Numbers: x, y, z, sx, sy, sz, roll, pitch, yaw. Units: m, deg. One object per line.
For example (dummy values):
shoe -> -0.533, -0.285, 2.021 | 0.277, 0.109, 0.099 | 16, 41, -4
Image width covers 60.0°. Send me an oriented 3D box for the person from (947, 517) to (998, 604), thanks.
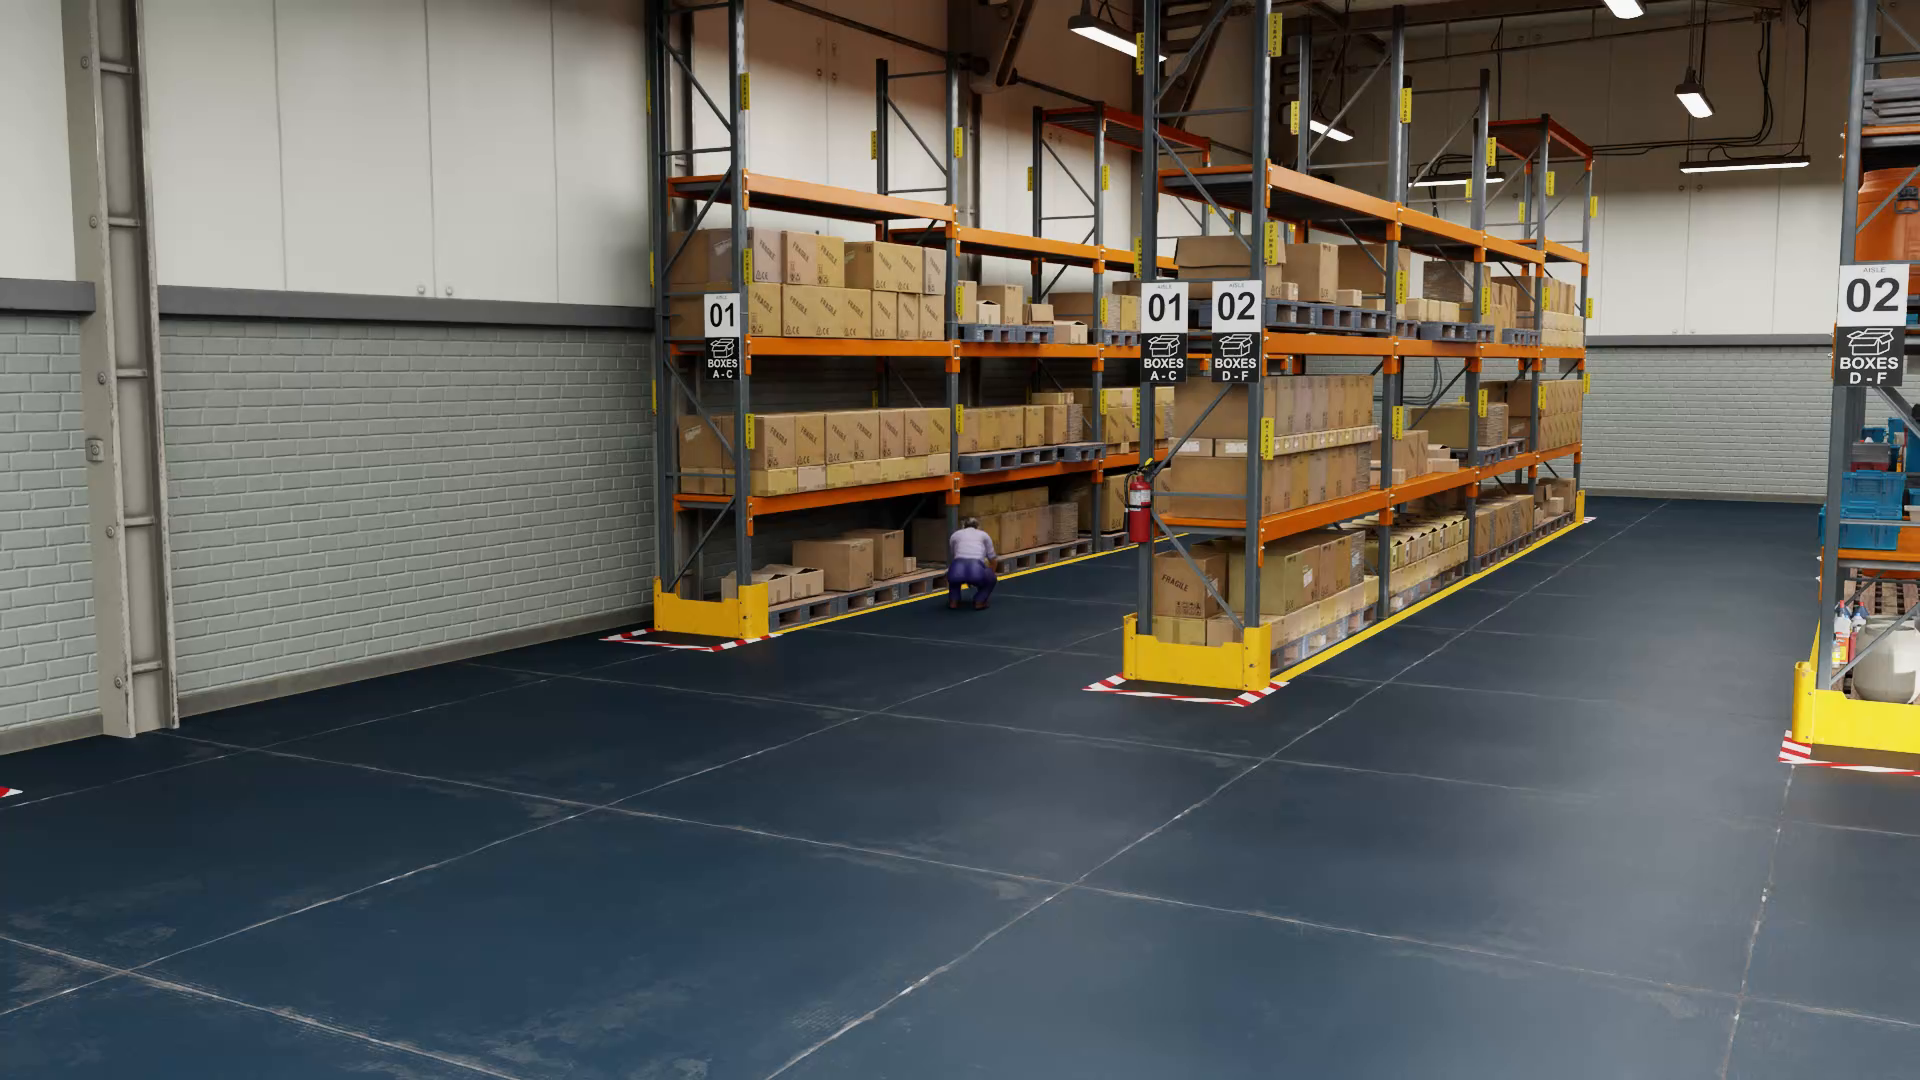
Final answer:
person -> 0.117, 0.226, 17.598 | 0.525, 0.894, 0.833 | 1, 6, 14
